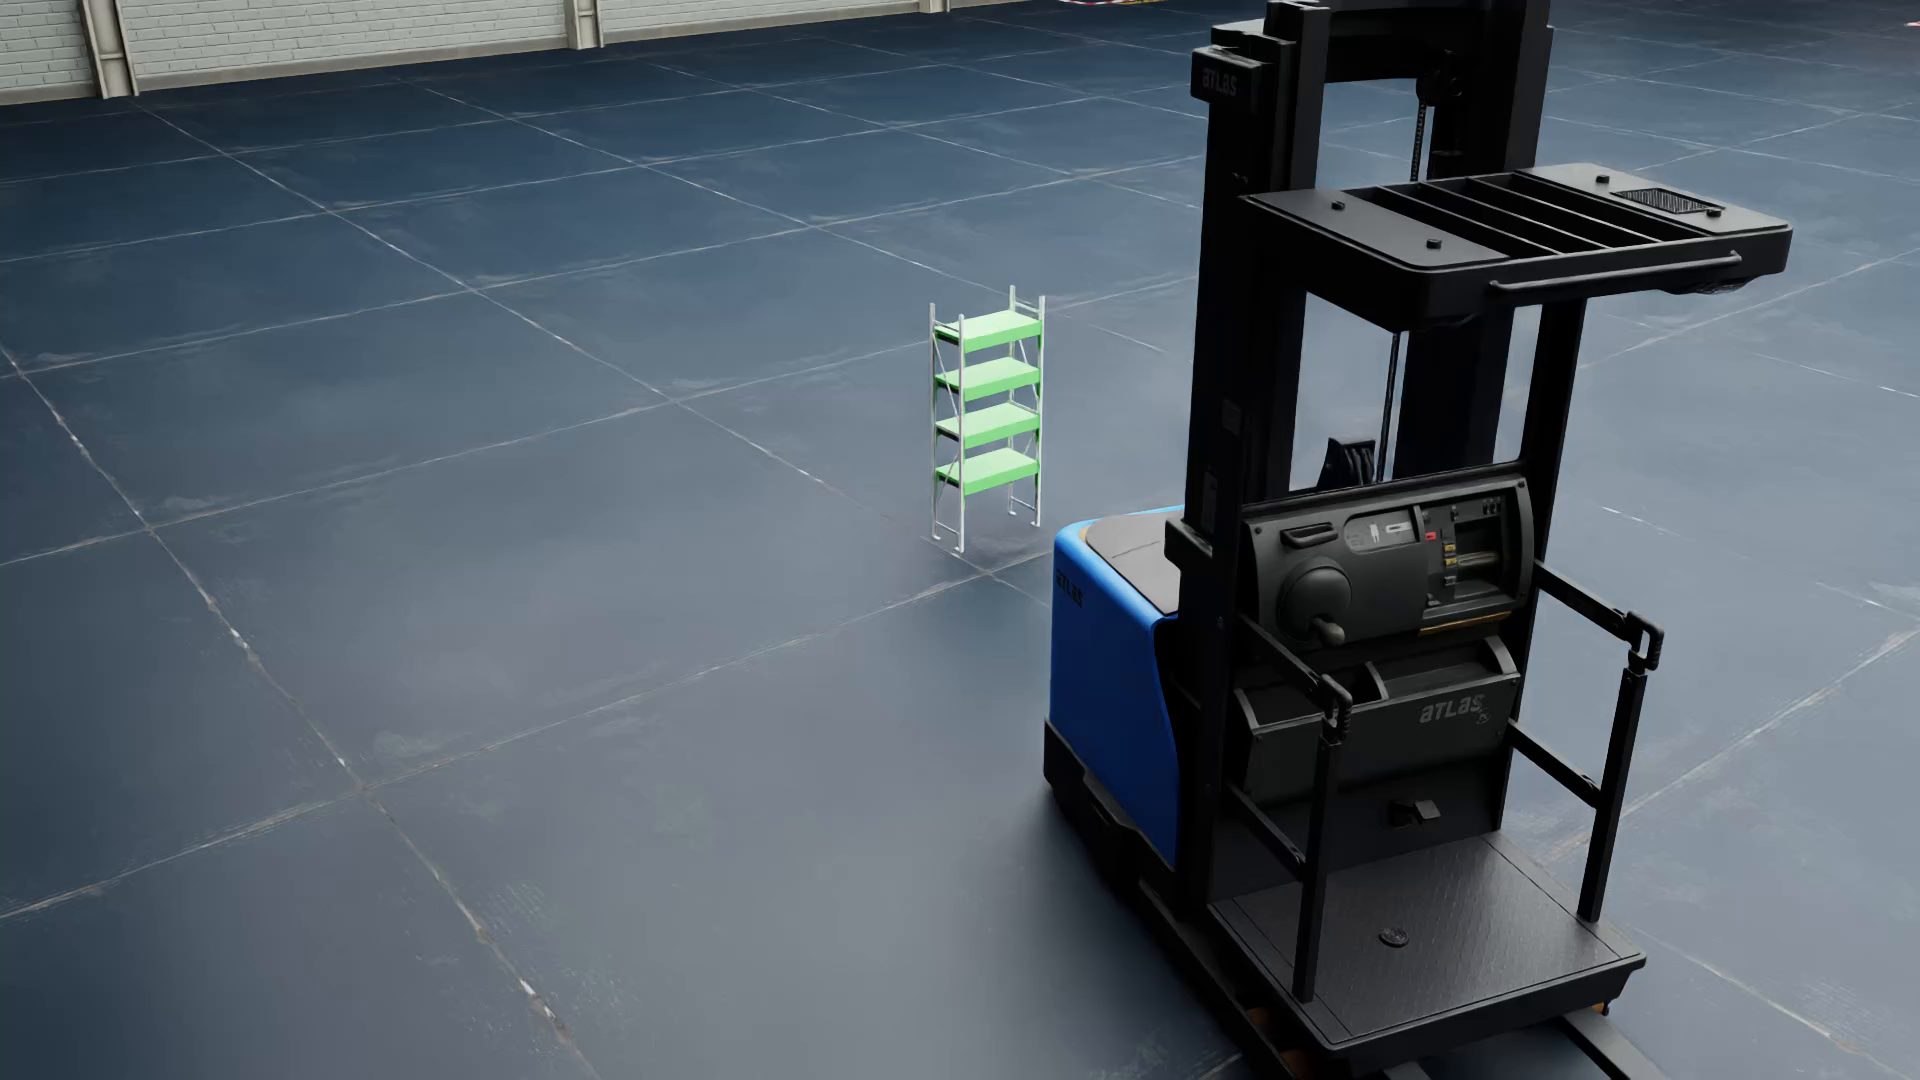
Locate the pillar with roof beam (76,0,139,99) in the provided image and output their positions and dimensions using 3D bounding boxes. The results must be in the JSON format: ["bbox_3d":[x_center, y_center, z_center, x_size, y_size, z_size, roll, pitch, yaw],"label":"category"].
[{"bbox_3d":[-7.197,-7.859,14.495,0.400,9.000,9.100,-18,31,-34],"label":"pillar with roof beam"}]

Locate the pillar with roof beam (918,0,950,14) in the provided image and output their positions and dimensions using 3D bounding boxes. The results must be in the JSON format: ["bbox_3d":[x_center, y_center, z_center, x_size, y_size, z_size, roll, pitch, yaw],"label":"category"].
[{"bbox_3d":[2.246,-10.977,21.212,0.400,9.000,9.100,-18,31,-34],"label":"pillar with roof beam"}]

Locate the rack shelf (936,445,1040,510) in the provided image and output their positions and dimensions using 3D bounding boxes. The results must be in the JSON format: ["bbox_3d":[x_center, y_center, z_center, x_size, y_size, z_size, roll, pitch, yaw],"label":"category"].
[{"bbox_3d":[0.130,-0.312,8.218,0.480,0.148,0.258,-18,31,-34],"label":"rack shelf"}]

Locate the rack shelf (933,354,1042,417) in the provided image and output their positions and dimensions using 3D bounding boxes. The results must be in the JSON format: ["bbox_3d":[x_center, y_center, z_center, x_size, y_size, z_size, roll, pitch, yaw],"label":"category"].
[{"bbox_3d":[0.130,-0.747,8.016,0.480,0.148,0.258,-18,31,-34],"label":"rack shelf"}]

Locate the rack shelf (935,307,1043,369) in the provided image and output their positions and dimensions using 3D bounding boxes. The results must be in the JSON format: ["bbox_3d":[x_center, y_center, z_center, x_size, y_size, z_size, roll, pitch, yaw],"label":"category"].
[{"bbox_3d":[0.130,-0.965,7.915,0.480,0.148,0.258,-18,31,-34],"label":"rack shelf"}]

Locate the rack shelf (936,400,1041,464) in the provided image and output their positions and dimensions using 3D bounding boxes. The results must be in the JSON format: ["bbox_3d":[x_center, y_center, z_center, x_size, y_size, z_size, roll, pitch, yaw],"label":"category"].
[{"bbox_3d":[0.130,-0.529,8.117,0.480,0.148,0.258,-18,31,-34],"label":"rack shelf"}]

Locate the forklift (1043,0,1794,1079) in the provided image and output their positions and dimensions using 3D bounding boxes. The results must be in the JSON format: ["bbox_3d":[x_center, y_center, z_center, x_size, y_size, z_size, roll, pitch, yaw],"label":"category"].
[{"bbox_3d":[1.319,0.094,4.565,1.130,2.935,3.031,-9,26,-19],"label":"forklift"}]

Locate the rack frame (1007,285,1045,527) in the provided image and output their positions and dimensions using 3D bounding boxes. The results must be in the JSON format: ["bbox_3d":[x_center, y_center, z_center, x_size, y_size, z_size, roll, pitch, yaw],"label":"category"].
[{"bbox_3d":[0.322,-0.651,8.227,0.015,1.200,0.240,-18,31,-34],"label":"rack frame"}]

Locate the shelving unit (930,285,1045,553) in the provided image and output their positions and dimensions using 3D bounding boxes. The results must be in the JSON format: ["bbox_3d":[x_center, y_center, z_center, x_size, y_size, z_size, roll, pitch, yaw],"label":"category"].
[{"bbox_3d":[0.130,-0.587,8.090,0.503,1.200,0.258,-18,31,-34],"label":"shelving unit"}]

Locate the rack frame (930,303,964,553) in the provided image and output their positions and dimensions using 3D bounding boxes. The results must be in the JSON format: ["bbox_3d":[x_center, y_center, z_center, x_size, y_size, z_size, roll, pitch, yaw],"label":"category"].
[{"bbox_3d":[-0.062,-0.524,7.953,0.015,1.200,0.240,-18,31,-34],"label":"rack frame"}]

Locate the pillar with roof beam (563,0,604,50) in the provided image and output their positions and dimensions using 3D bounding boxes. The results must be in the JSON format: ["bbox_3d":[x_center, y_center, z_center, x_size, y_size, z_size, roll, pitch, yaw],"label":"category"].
[{"bbox_3d":[-2.476,-9.418,17.853,0.400,9.000,9.100,-18,31,-34],"label":"pillar with roof beam"}]
